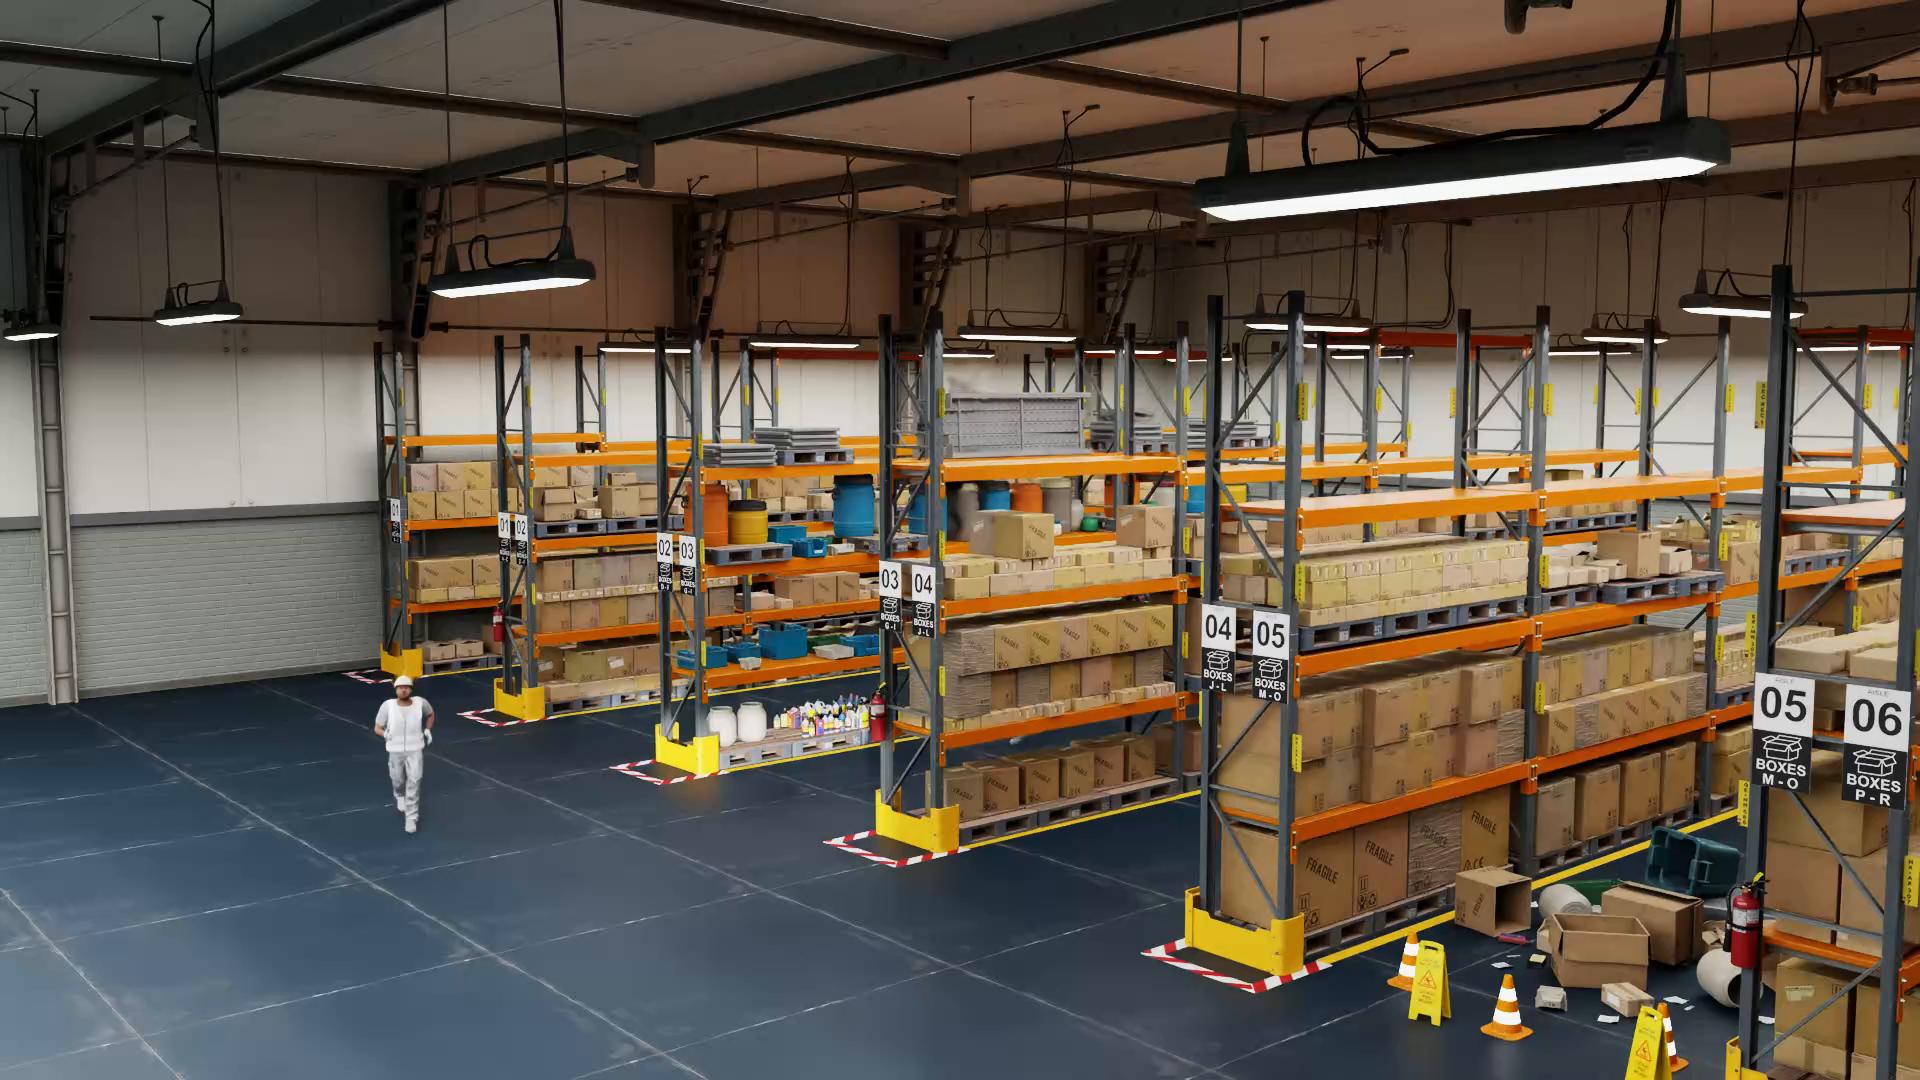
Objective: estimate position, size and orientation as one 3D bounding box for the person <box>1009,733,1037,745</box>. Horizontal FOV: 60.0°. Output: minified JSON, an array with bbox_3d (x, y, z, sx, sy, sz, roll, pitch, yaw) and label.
[{"bbox_3d":[0.893,1.885,22.983,0.657,1.817,0.882,4,6,36],"label":"person"}]

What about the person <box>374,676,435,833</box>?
[{"bbox_3d":[-6.532,2.478,19.590,0.682,1.774,0.980,-2,5,-19],"label":"person"}]
